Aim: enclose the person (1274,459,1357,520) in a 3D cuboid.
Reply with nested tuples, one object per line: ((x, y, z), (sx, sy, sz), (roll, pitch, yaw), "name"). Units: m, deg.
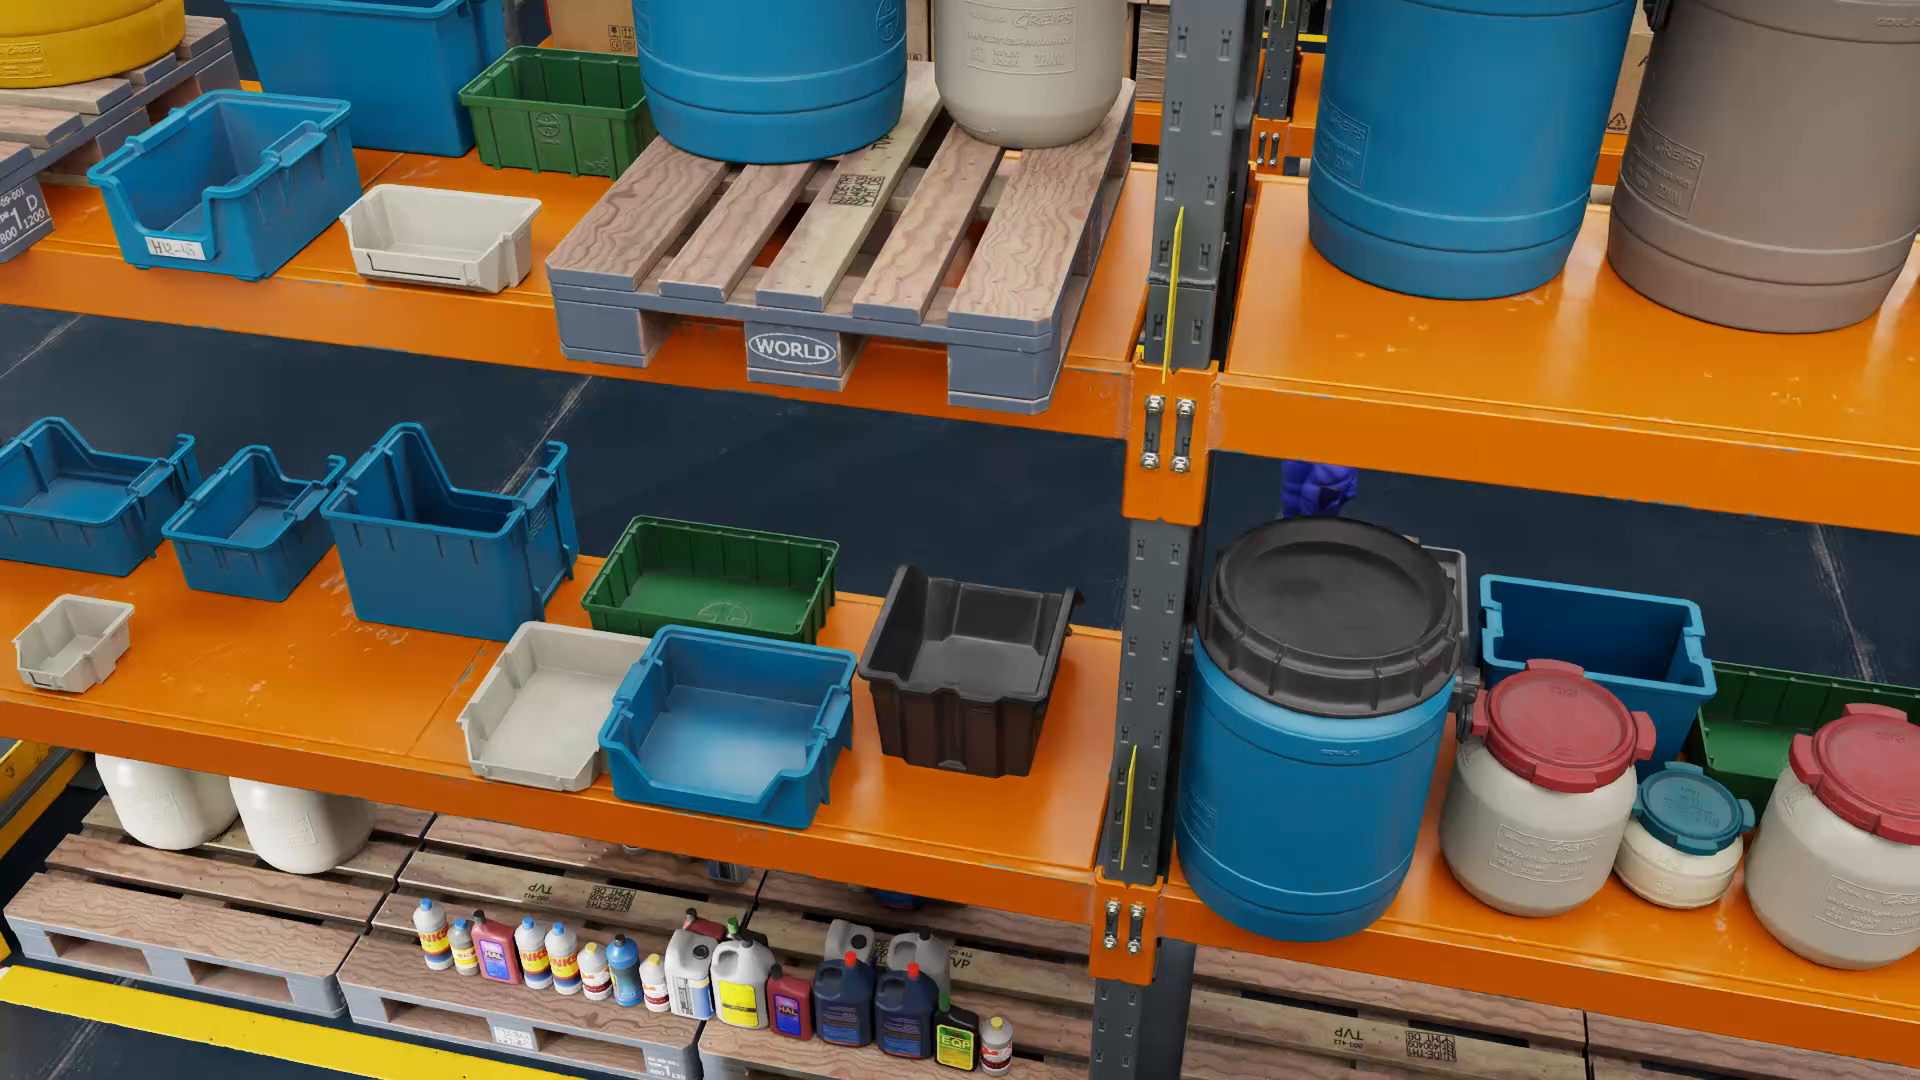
((1.290, 0.058, 6.078), (0.349, 1.653, 0.518), (6, 37, 8), "person")
